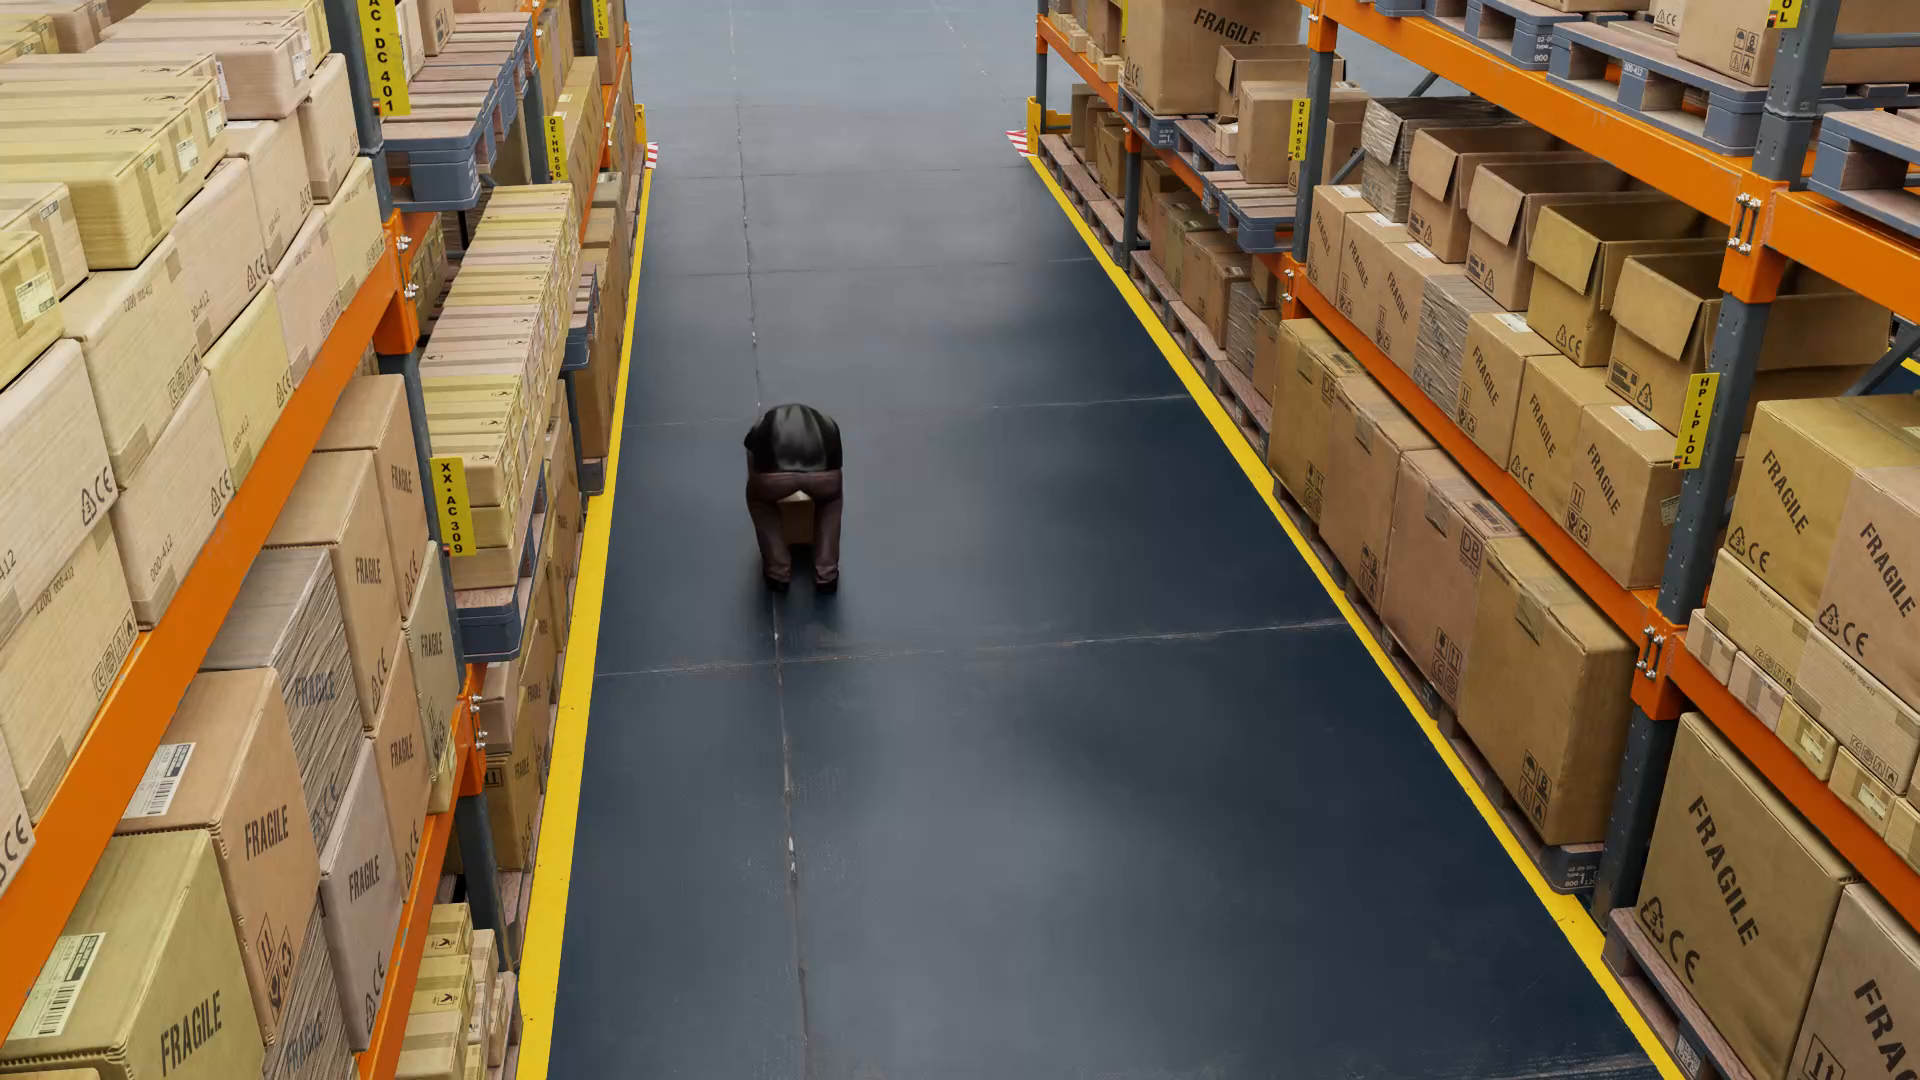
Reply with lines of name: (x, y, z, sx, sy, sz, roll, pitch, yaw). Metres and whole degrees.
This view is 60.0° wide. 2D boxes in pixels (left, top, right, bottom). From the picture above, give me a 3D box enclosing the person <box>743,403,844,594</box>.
person: (-0.852, -0.283, 8.524, 0.497, 0.973, 0.944, -5, 27, -10)
